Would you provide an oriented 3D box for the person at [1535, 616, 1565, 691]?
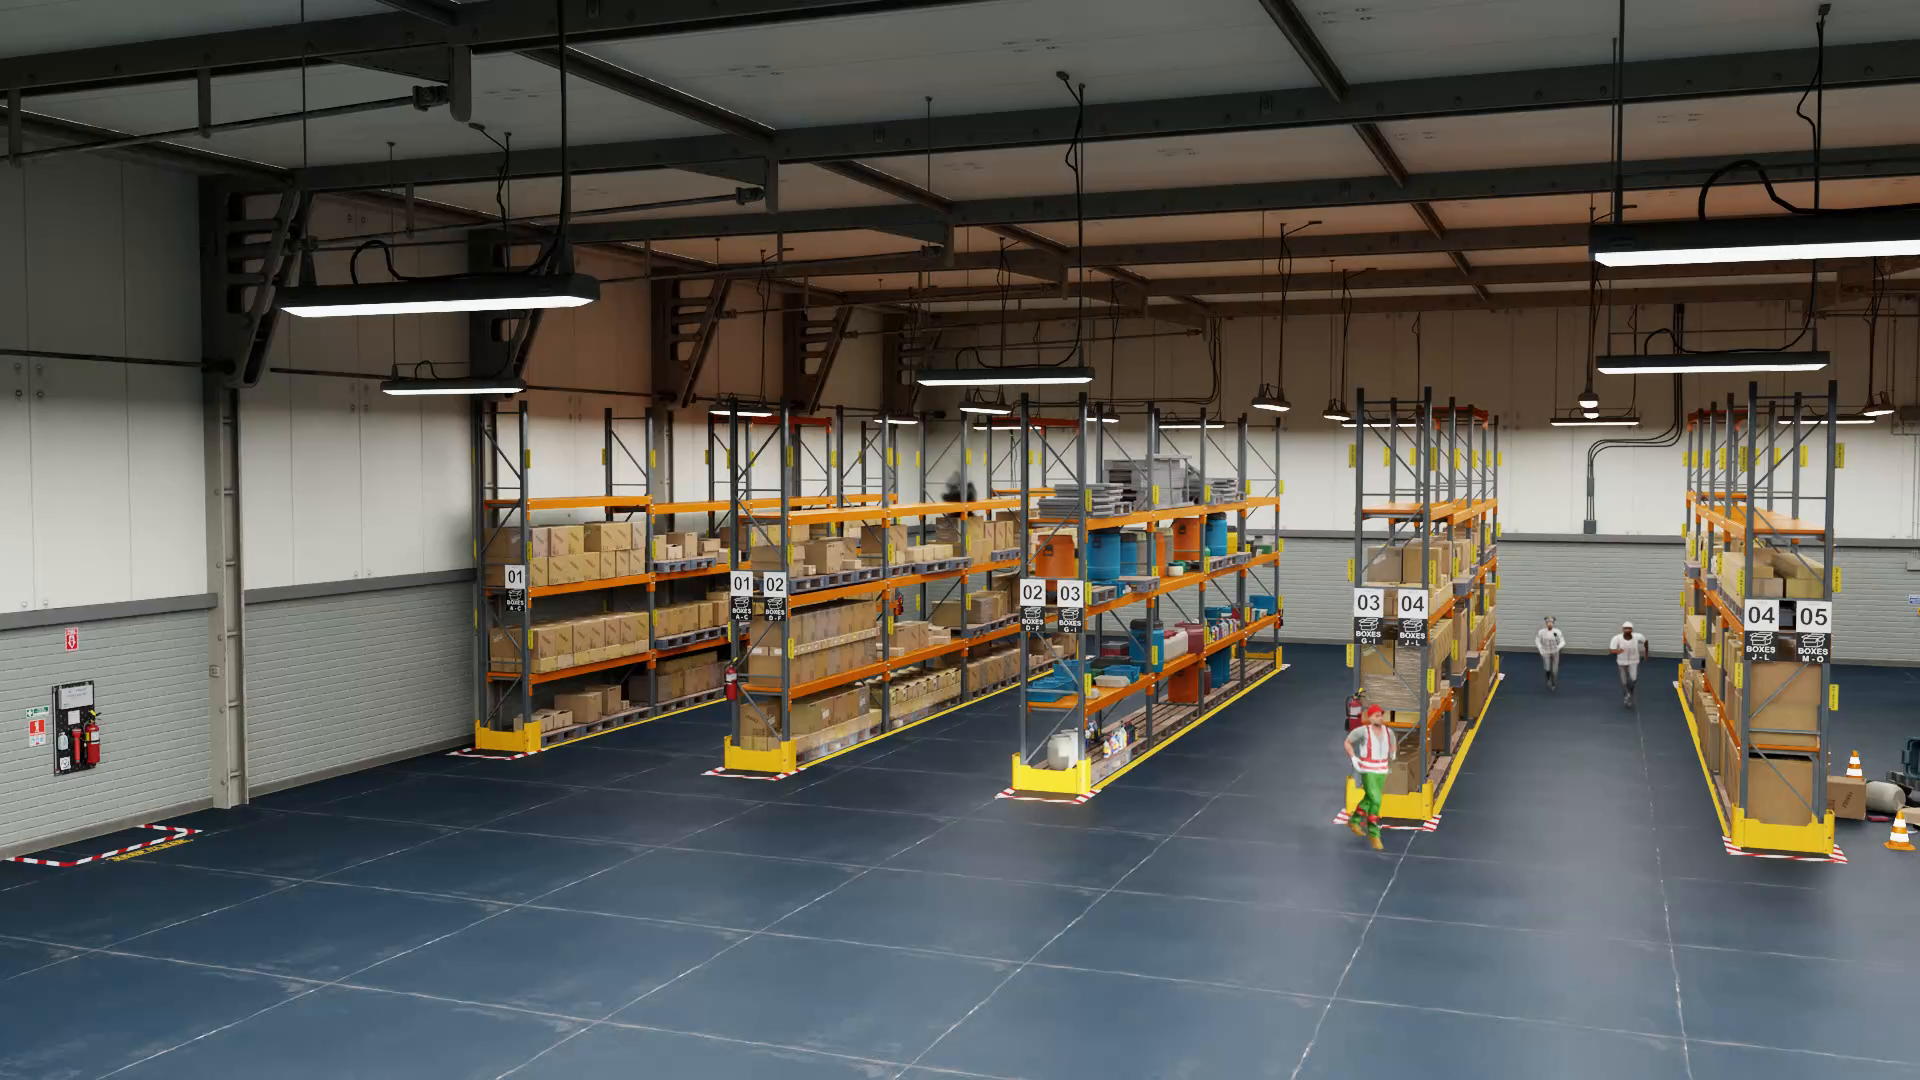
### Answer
[{"bbox_3d":[12.748,2.452,35.899,0.597,1.634,0.584,1,3,15],"label":"person"}]

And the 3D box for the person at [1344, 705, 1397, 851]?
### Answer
[{"bbox_3d":[5.374,3.048,21.637,0.669,1.839,0.818,-1,3,-22],"label":"person"}]

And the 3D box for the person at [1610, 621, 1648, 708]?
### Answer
[{"bbox_3d":[13.433,2.494,33.397,0.734,1.737,0.796,1,3,20],"label":"person"}]
